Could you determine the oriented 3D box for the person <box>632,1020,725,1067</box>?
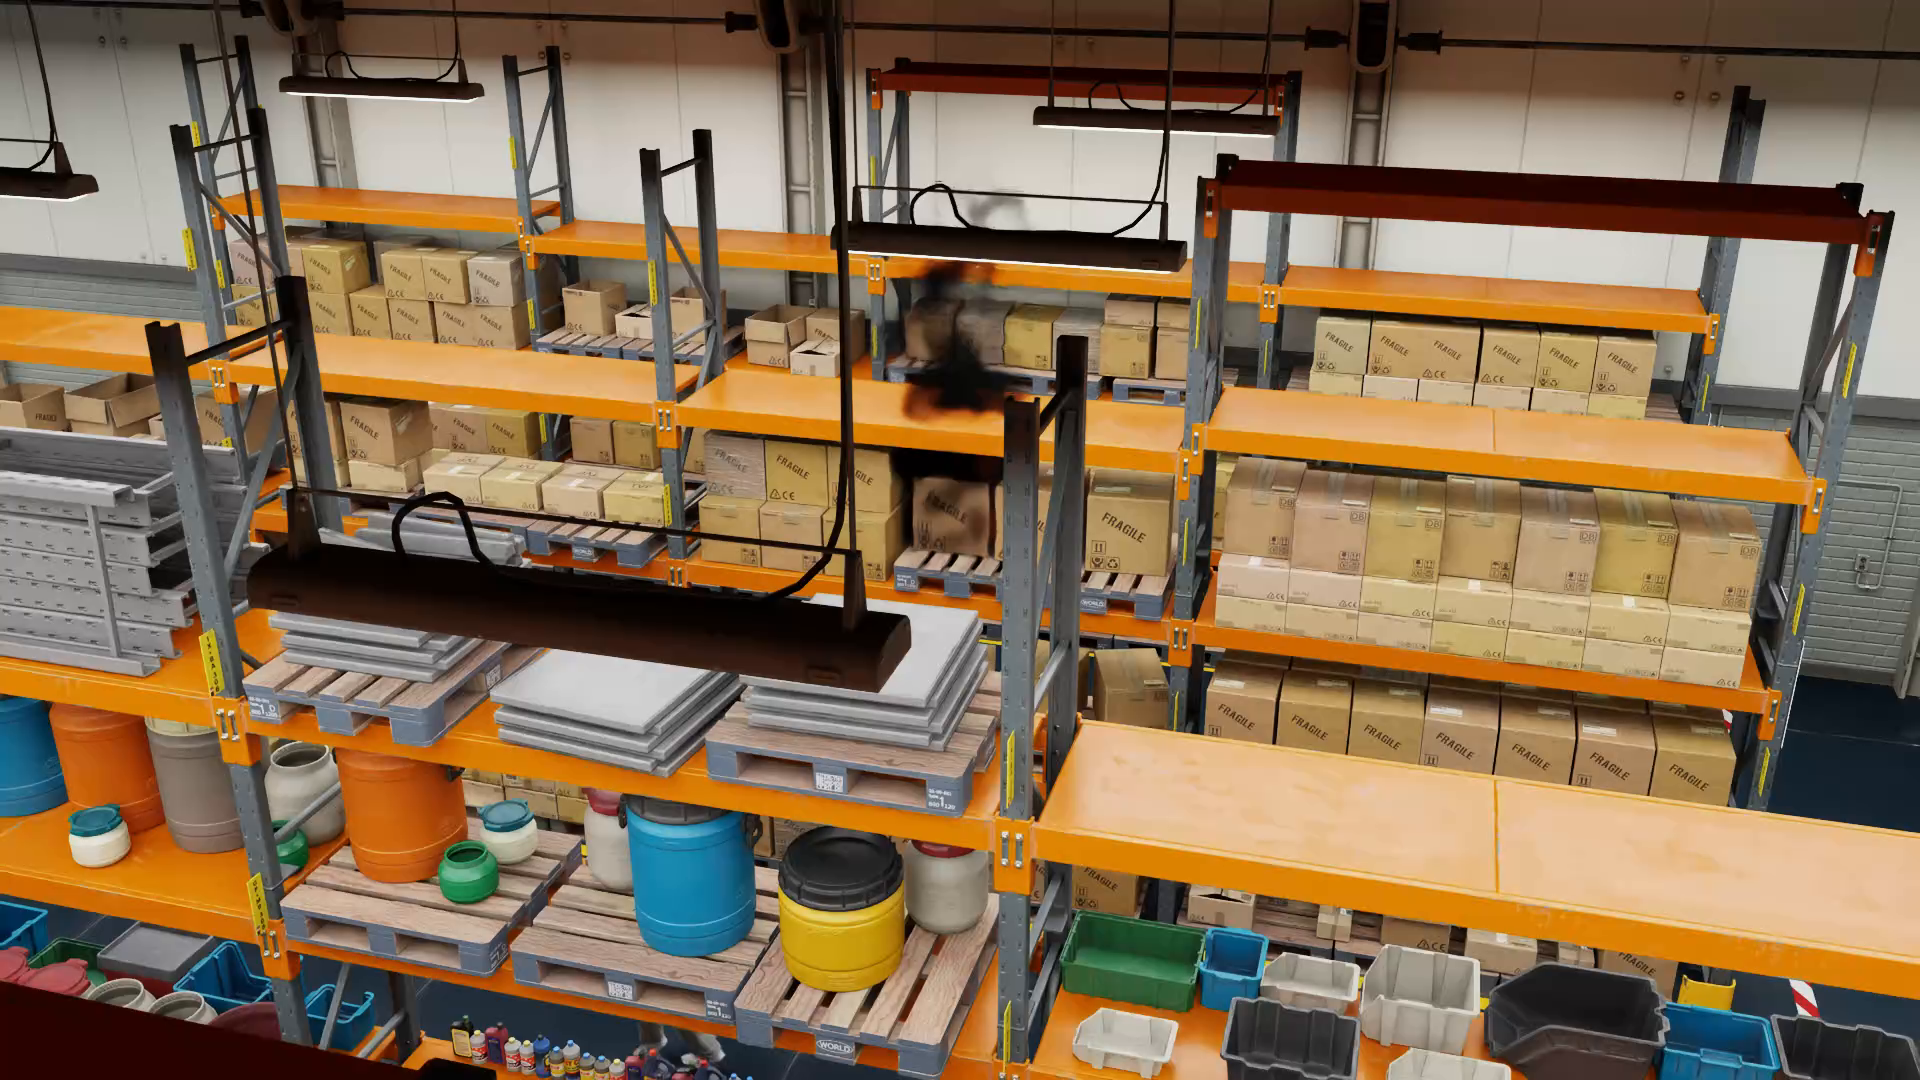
[{"bbox_3d":[-2.029,2.954,11.492,0.754,1.716,0.533,1,23,3],"label":"person"}]
